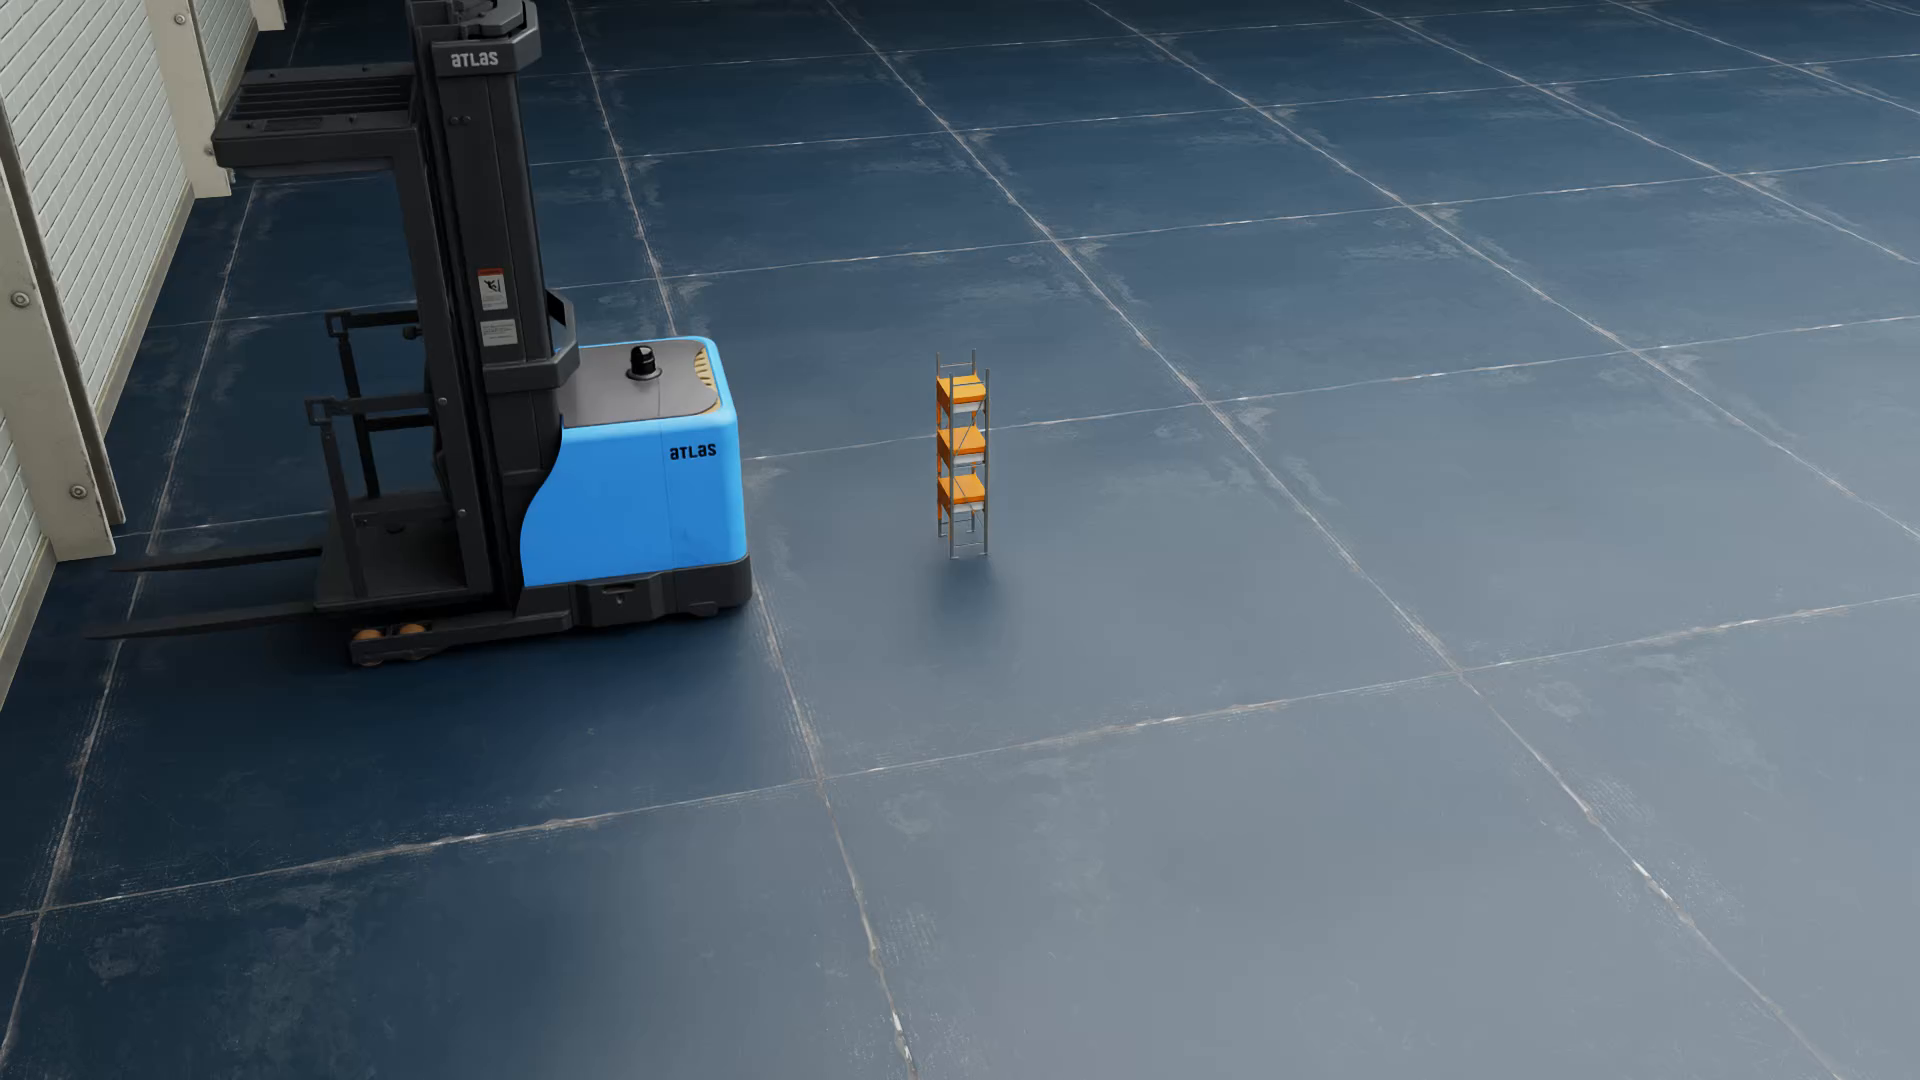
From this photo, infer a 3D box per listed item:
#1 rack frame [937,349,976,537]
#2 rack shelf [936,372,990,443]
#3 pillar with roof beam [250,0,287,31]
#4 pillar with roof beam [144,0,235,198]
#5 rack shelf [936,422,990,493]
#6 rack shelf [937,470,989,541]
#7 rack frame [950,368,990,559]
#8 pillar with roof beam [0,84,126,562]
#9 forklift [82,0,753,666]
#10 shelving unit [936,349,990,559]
[{"bbox_3d":[-0.018,-0.487,8.544,0.200,1.050,0.008,-8,31,-13],"label":"rack frame"},{"bbox_3d":[0.014,-0.665,8.305,0.215,0.259,0.240,-8,31,-13],"label":"rack shelf"},{"bbox_3d":[-3.620,-10.263,17.498,9.100,9.000,0.400,-8,31,-13],"label":"pillar with roof beam"},{"bbox_3d":[-2.027,-7.365,12.491,9.100,9.000,0.400,-8,31,-13],"label":"pillar with roof beam"},{"bbox_3d":[0.014,-0.419,8.448,0.215,0.259,0.240,-8,31,-13],"label":"rack shelf"},{"bbox_3d":[0.014,-0.179,8.587,0.215,0.259,0.240,-8,31,-13],"label":"rack shelf"},{"bbox_3d":[0.047,-0.370,8.341,0.200,1.050,0.008,-8,31,-13],"label":"rack frame"},{"bbox_3d":[-0.435,-4.467,7.484,9.100,9.000,0.400,-8,31,-13],"label":"pillar with roof beam"},{"bbox_3d":[-2.590,-0.975,7.508,3.031,2.935,1.130,-7,31,-12],"label":"forklift"},{"bbox_3d":[0.014,-0.429,8.442,0.215,1.050,0.252,-8,31,-13],"label":"shelving unit"}]
